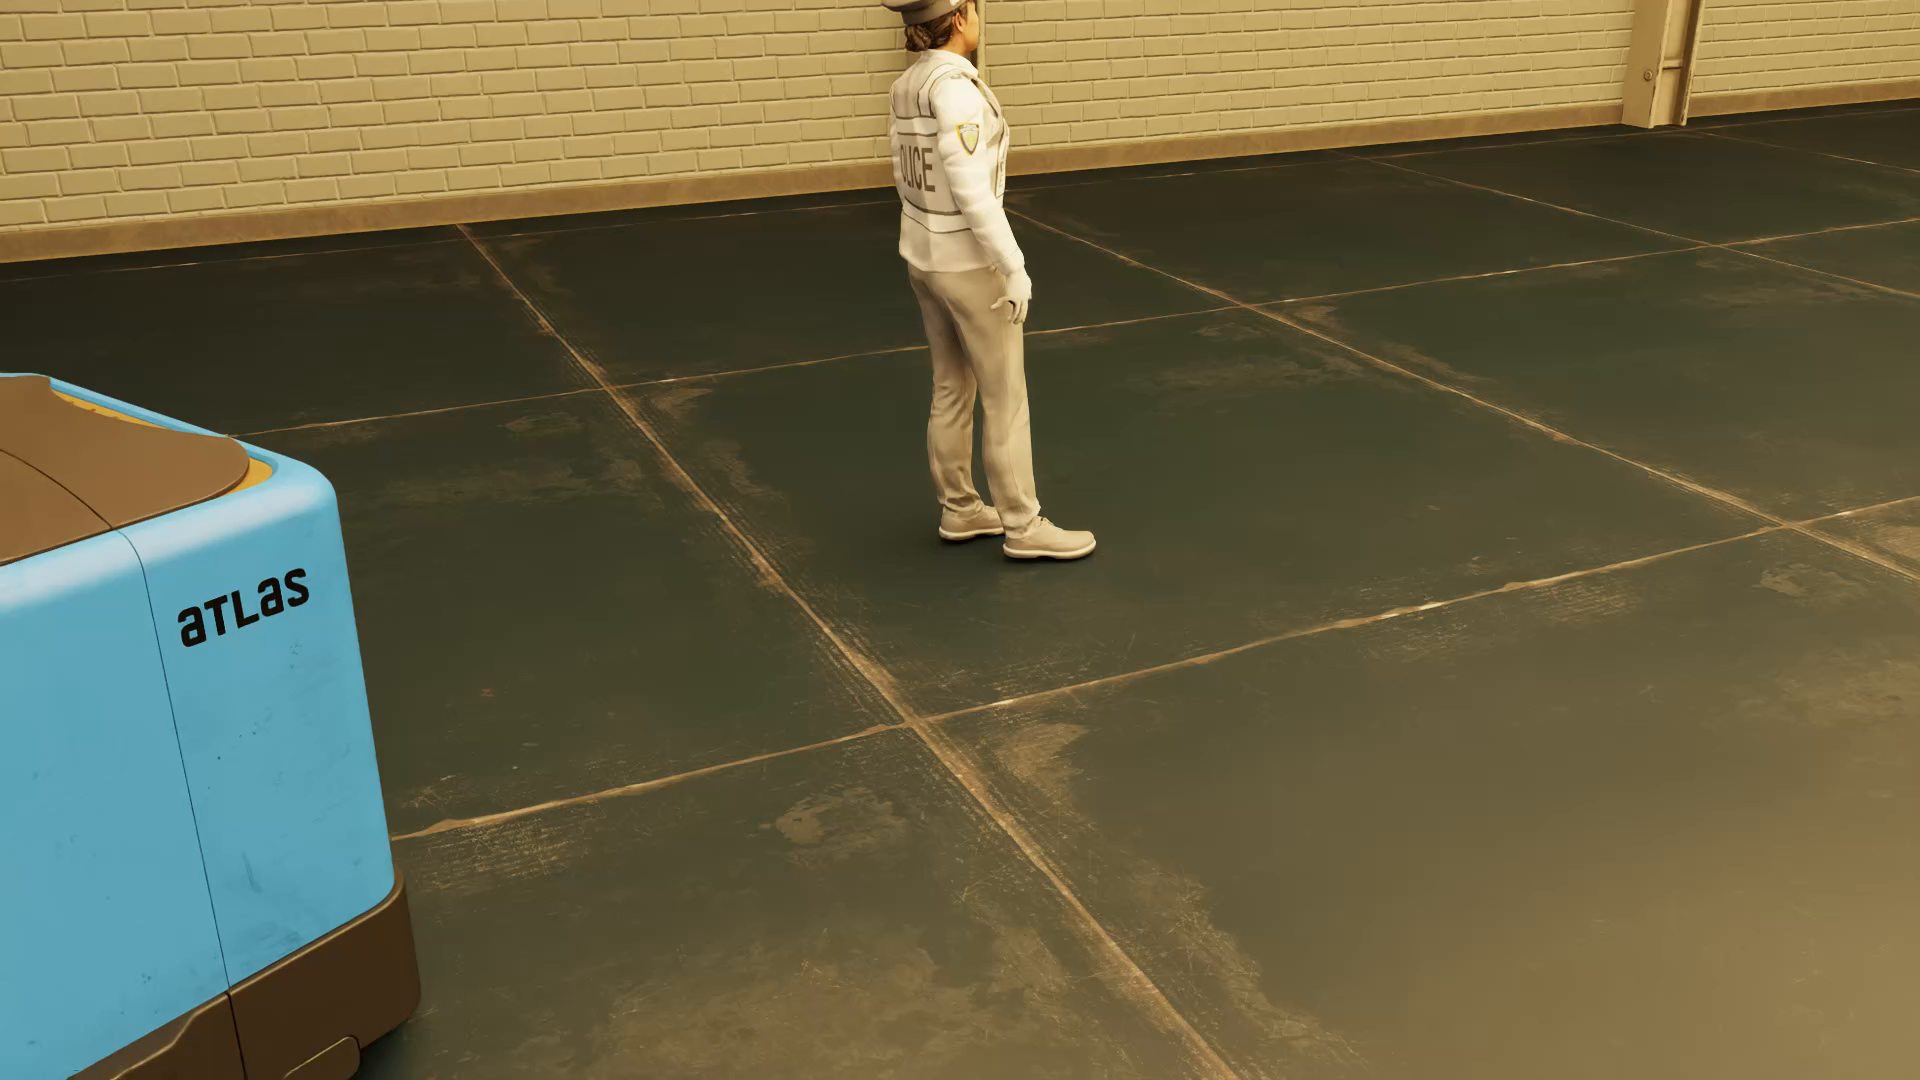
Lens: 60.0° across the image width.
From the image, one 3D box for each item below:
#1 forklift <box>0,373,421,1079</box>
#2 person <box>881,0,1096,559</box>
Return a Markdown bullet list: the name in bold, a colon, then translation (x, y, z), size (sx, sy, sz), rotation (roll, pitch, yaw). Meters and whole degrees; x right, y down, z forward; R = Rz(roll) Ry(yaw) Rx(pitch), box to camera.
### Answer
- **forklift**: translation (-2.230, -0.123, 1.583), size (1.130, 2.935, 3.031), rotation (16, 27, 33)
- **person**: translation (0.065, -0.798, 4.800), size (0.530, 1.694, 0.586), rotation (-10, 25, -23)
